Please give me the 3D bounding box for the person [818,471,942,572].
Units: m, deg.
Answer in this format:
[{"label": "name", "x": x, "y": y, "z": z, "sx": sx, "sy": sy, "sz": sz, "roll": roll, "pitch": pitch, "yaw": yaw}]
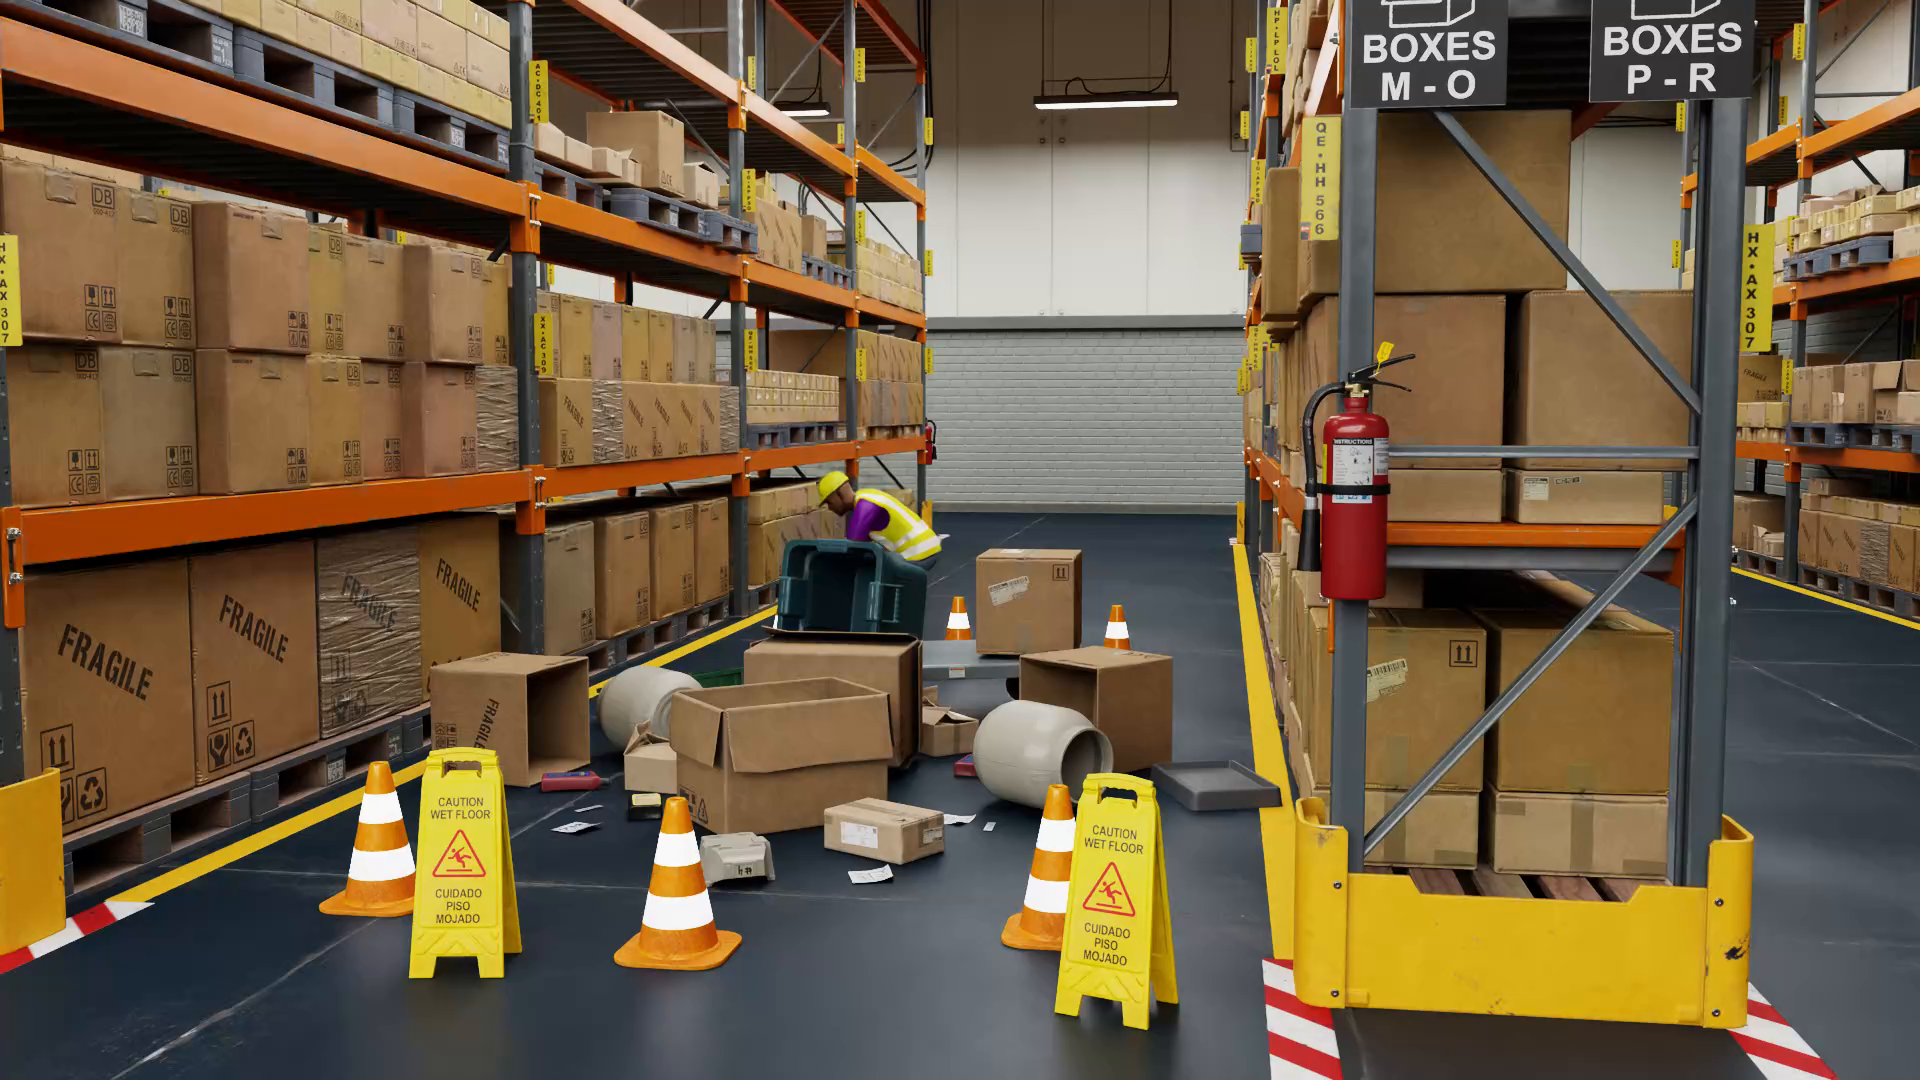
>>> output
[{"label": "person", "x": -0.558, "y": 0.133, "z": 11.419, "sx": 0.839, "sy": 1.207, "sz": 0.620, "roll": 1, "pitch": 4, "yaw": 9}]
